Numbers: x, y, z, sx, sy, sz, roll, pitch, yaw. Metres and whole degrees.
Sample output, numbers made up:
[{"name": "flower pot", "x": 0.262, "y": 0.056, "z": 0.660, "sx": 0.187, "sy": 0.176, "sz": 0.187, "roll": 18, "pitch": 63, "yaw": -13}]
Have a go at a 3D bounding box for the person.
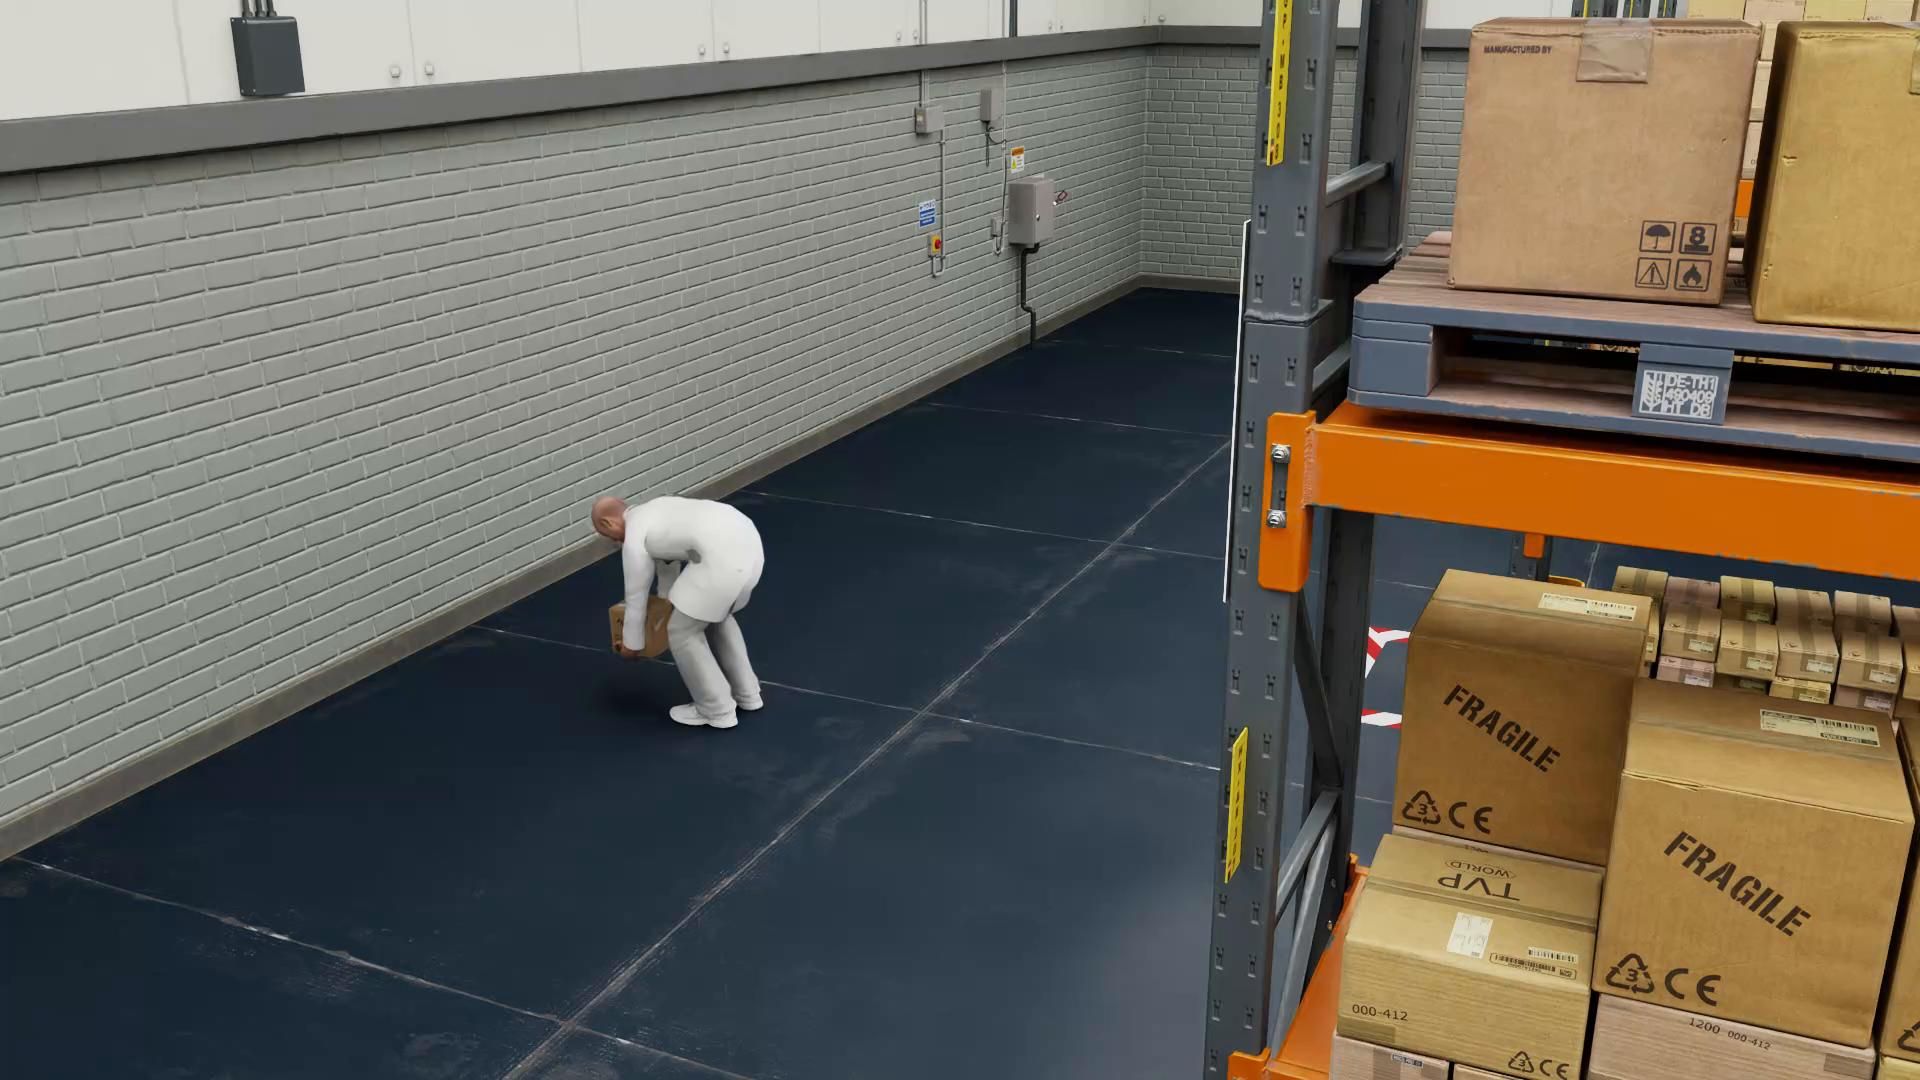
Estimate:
[{"name": "person", "x": -1.456, "y": 0.339, "z": 8.581, "sx": 0.948, "sy": 1.140, "sz": 0.568, "roll": 7, "pitch": 20, "yaw": 21}]
